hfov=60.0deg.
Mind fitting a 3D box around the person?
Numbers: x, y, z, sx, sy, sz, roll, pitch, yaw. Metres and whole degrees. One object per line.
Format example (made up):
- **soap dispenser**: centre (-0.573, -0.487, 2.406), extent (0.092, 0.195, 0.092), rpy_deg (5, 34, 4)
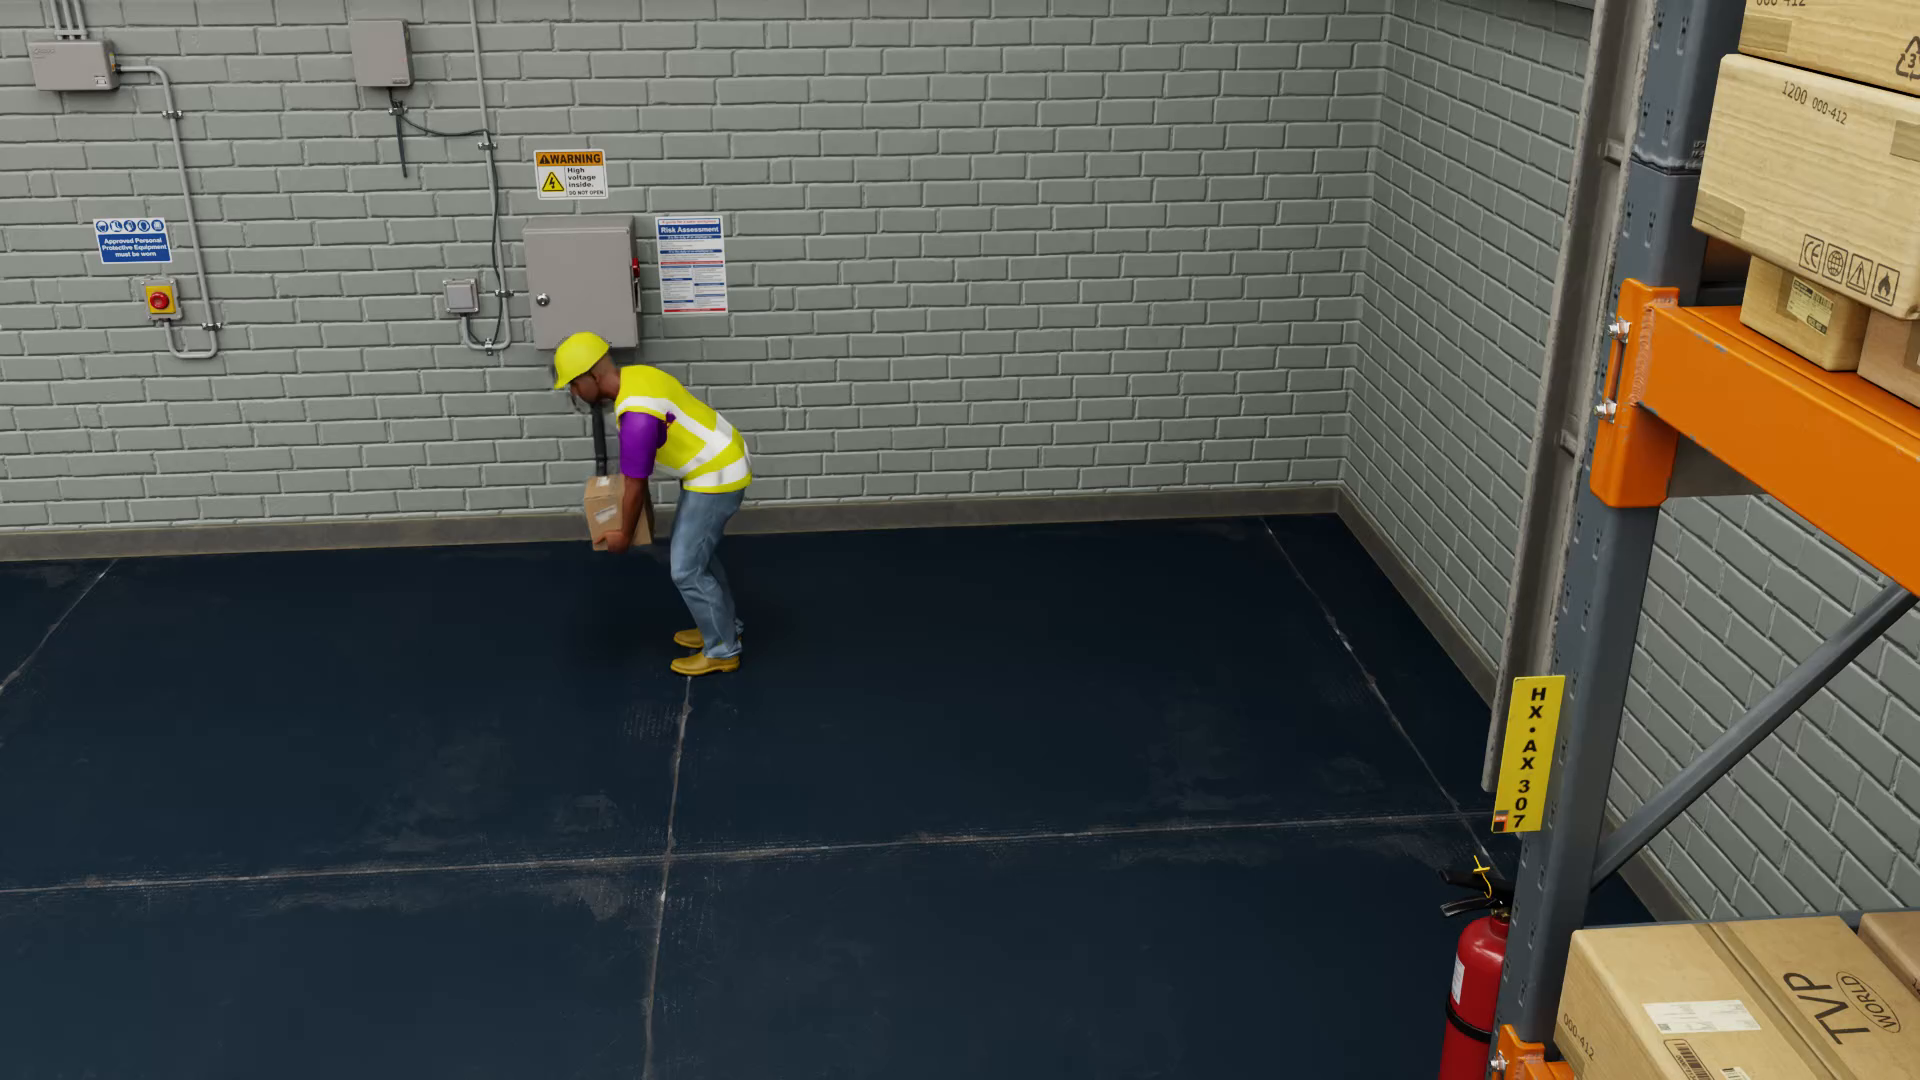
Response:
- **person**: centre (-1.301, -0.165, 7.225), extent (0.802, 1.542, 0.488), rpy_deg (-3, 24, -6)
